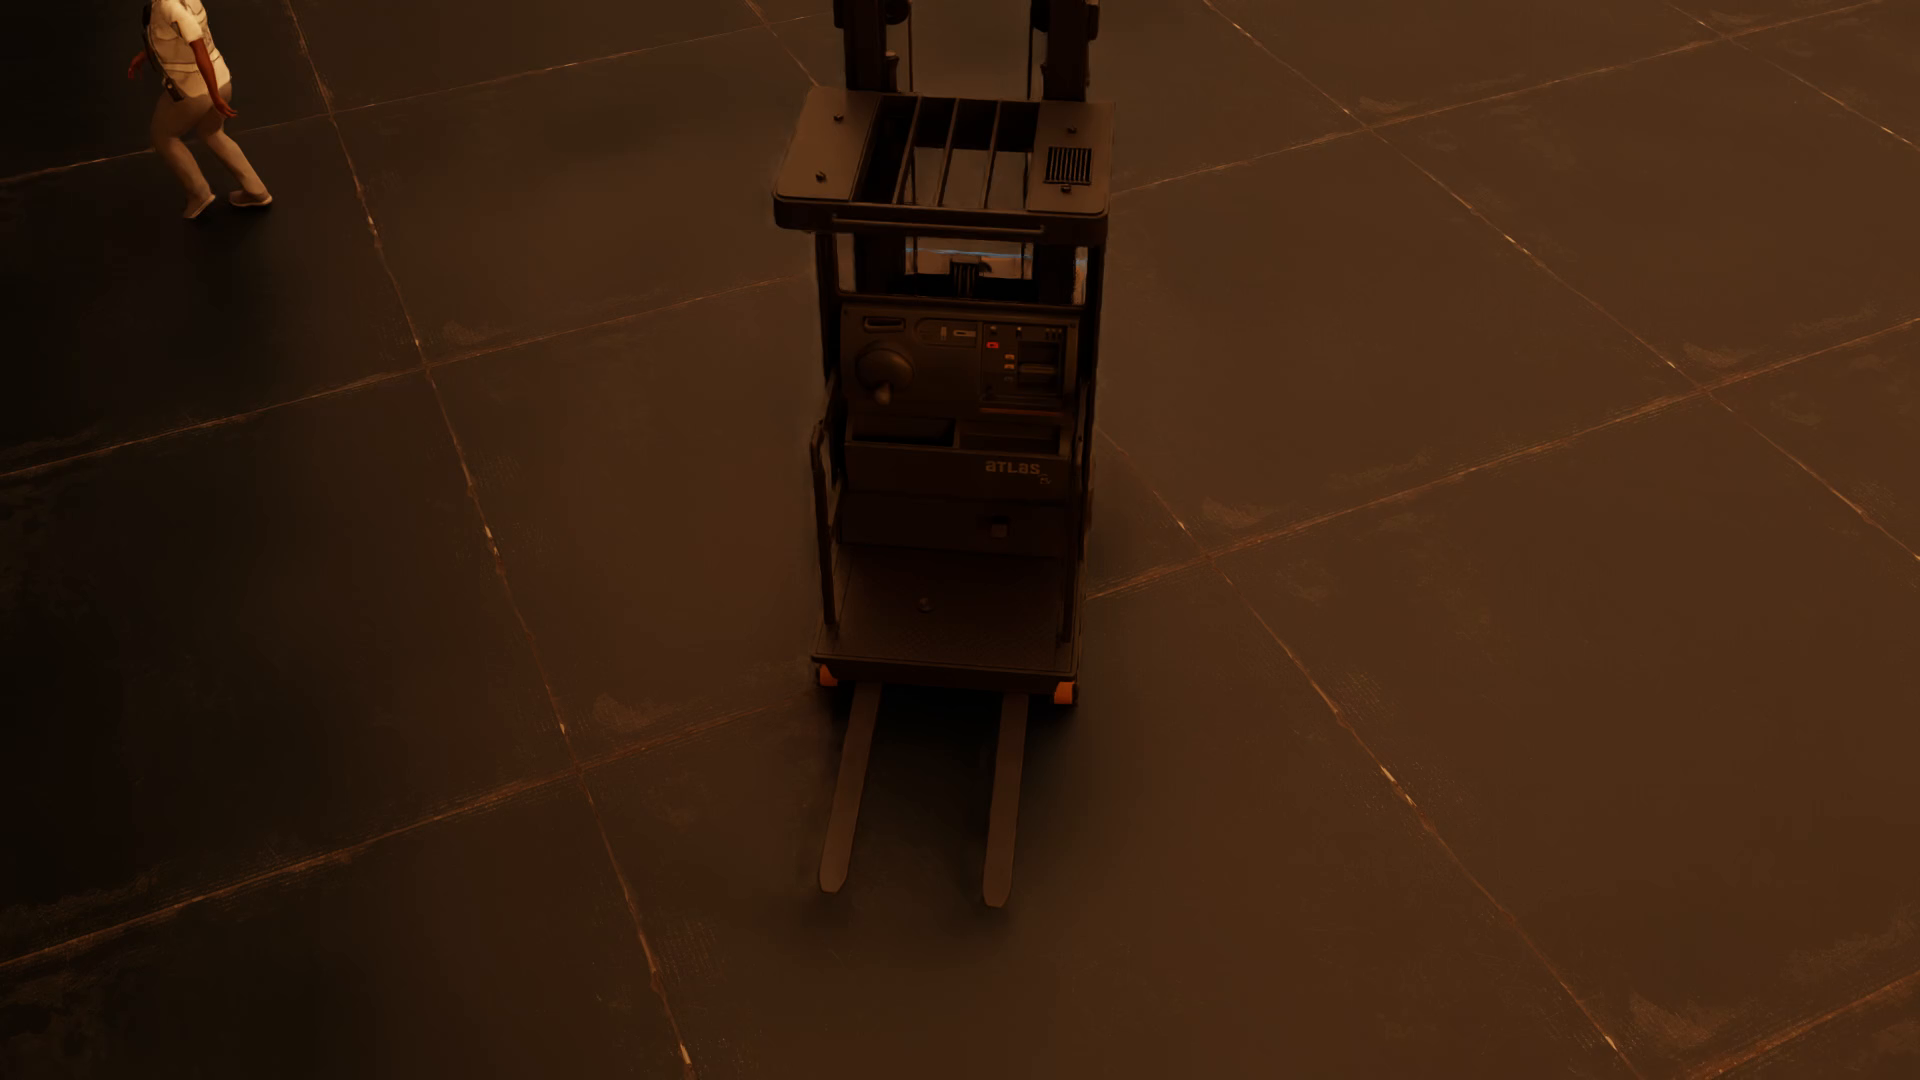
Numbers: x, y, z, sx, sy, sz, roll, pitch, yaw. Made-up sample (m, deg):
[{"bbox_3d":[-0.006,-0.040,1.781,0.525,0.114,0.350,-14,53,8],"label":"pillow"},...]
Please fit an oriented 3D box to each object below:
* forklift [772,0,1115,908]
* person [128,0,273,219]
[{"bbox_3d":[-0.025,-0.619,6.343,1.130,2.935,3.031,4,43,4],"label":"forklift"},{"bbox_3d":[-4.334,-2.546,9.431,0.740,1.660,0.548,6,43,7],"label":"person"}]
